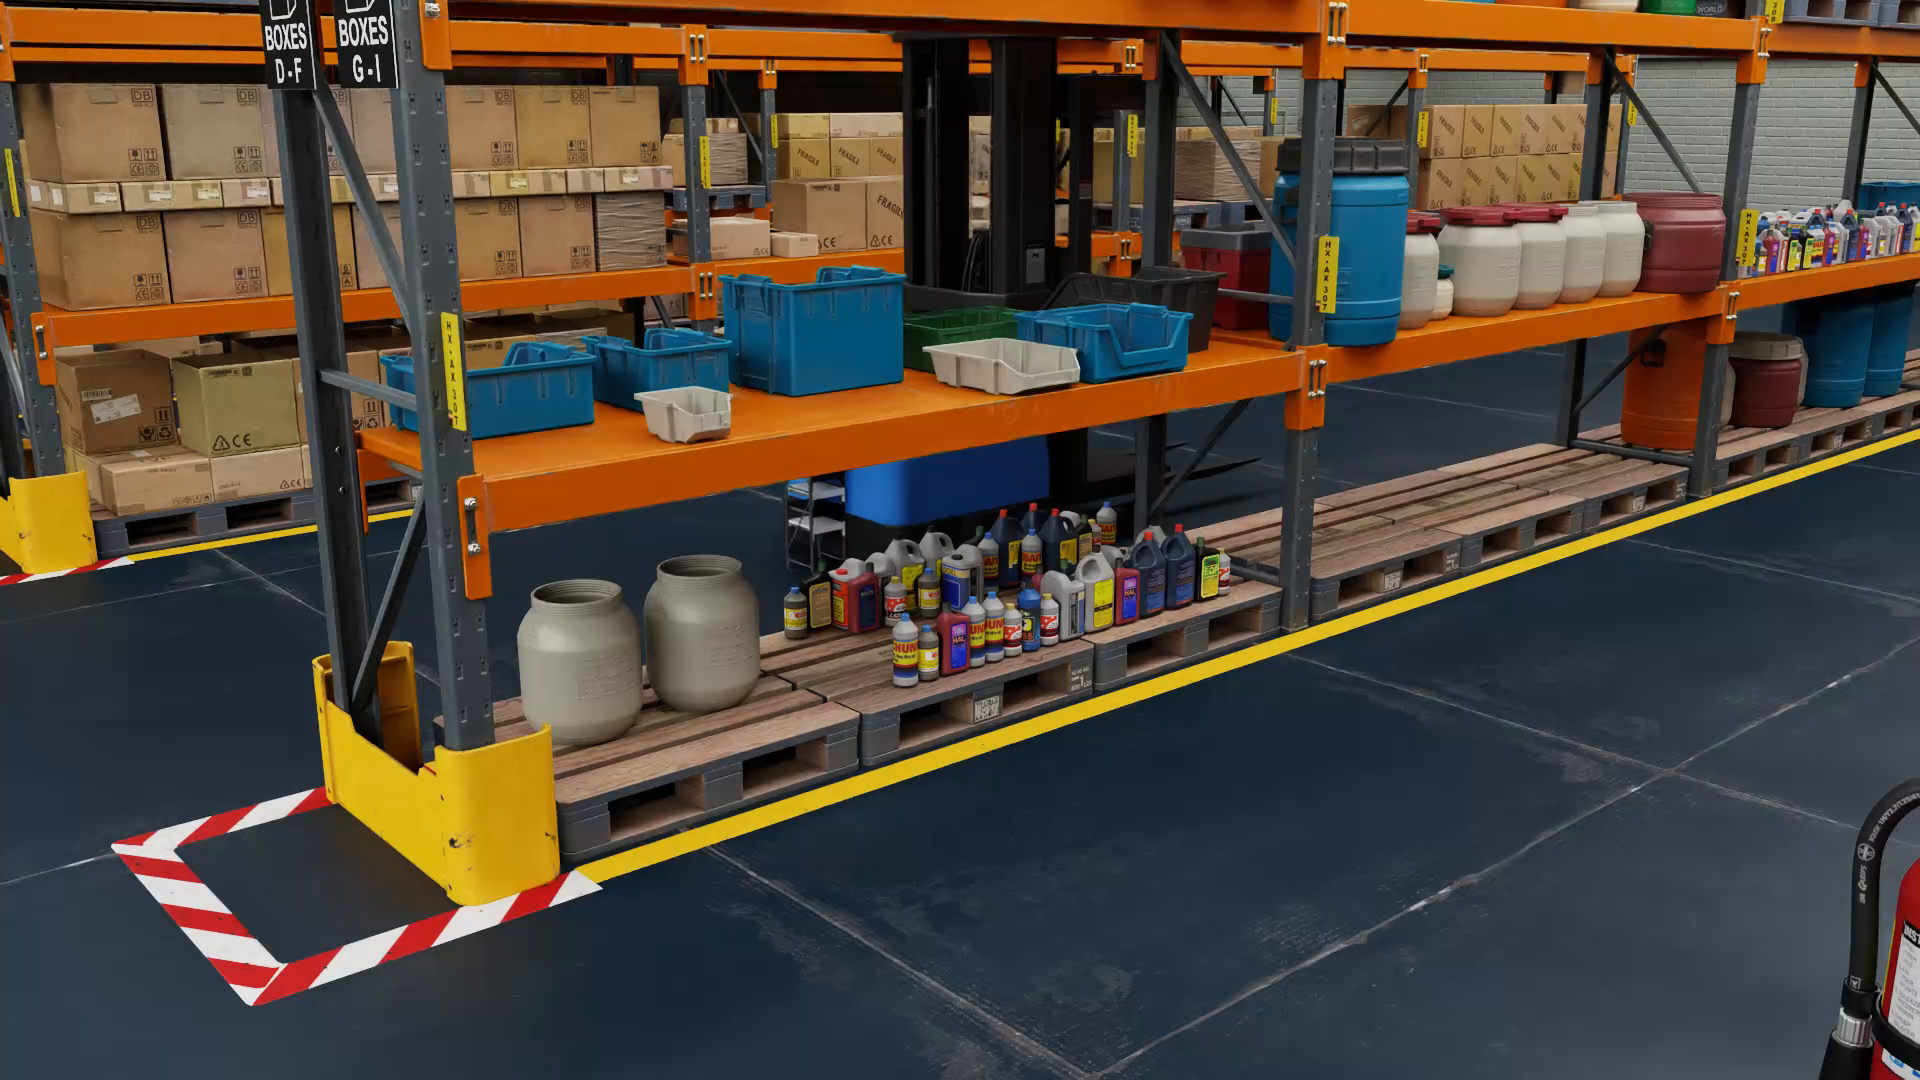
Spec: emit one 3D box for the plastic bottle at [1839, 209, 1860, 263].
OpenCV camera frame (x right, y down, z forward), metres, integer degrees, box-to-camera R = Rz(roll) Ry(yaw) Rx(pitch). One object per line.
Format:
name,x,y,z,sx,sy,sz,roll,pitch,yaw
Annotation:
plastic bottle,5.963,-2.050,11.206,0.185,0.351,0.144,-13,19,-39

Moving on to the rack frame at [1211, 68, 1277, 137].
rack frame,3.787,-5.086,22.477,0.127,3.000,1.000,-13,19,-39

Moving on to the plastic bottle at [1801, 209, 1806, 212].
plastic bottle,6.292,-2.337,12.435,0.097,0.271,0.097,0,15,0

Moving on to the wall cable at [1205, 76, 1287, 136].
wall cable,4.132,-5.978,23.847,1.851,1.984,0.084,-13,19,-39

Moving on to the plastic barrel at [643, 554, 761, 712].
plastic barrel,-0.956,0.341,6.167,0.421,0.512,0.421,0,15,0

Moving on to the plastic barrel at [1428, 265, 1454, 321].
plastic barrel,2.337,-1.252,8.391,0.301,0.262,0.301,0,15,0

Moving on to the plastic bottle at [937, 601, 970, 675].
plastic bottle,-0.025,0.372,6.456,0.133,0.283,0.061,-12,19,-38

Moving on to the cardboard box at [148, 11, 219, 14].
cardboard box,-6.267,-4.242,13.273,0.500,0.500,0.500,-14,20,-41

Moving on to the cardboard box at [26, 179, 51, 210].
cardboard box,-4.866,-1.875,9.006,0.250,0.149,0.380,-13,20,-40

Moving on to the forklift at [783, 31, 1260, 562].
forklift,0.494,-1.524,9.276,3.031,2.935,1.130,-12,19,-39

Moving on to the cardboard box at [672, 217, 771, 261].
cardboard box,-1.668,-2.109,11.622,0.500,0.250,0.500,-11,19,-36

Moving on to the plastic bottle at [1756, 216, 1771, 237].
plastic bottle,5.642,-2.141,11.704,0.097,0.271,0.097,0,15,0

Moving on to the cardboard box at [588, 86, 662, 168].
cardboard box,-2.342,-2.688,10.792,0.500,0.500,0.700,-13,19,-39

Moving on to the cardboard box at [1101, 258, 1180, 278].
cardboard box,1.597,-2.348,14.767,0.500,0.250,0.500,-12,19,-37

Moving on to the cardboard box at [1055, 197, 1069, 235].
cardboard box,0.703,-2.671,13.608,0.500,0.311,0.500,-11,19,-36

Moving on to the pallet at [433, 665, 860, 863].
pallet,-1.137,0.742,6.063,1.213,0.211,1.003,-13,19,-39

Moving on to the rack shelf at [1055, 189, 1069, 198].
rack shelf,2.278,-4.399,21.301,4.000,0.370,1.077,-13,19,-39

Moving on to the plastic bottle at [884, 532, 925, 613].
plastic bottle,-0.247,0.135,7.214,0.185,0.351,0.144,-12,19,-37

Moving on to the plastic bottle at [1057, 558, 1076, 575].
plastic bottle,0.466,0.213,7.053,0.133,0.283,0.061,-13,19,-39

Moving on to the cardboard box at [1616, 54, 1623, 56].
cardboard box,6.827,-5.360,17.983,0.500,0.250,0.500,-13,19,-39

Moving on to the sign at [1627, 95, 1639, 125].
sign,7.391,-4.723,18.261,0.005,0.325,0.100,-13,19,-39

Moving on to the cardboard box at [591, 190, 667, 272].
cardboard box,-2.342,-2.061,10.959,0.500,0.500,0.700,-13,20,-41

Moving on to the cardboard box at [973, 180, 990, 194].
cardboard box,0.139,-4.045,19.030,0.250,0.149,0.380,-13,19,-39

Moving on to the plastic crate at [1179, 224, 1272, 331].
plastic crate,1.402,-1.297,8.168,0.583,0.464,0.402,-13,19,-39

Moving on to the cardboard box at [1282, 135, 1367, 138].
cardboard box,3.520,-3.659,16.128,0.700,0.500,0.500,8,17,28

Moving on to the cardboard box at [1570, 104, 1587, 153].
cardboard box,6.506,-4.439,17.923,0.500,0.500,0.500,-12,19,-38

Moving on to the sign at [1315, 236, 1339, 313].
sign,1.590,-1.149,7.202,0.005,0.325,0.100,-13,19,-39

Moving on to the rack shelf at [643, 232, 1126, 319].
rack shelf,-0.502,-2.080,12.620,4.000,0.370,1.077,-13,19,-39

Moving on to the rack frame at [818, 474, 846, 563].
rack frame,-0.669,-0.288,8.586,0.006,0.900,0.240,-12,19,-39

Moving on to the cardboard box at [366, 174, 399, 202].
cardboard box,-3.431,-2.058,9.691,0.250,0.149,0.380,-12,19,-39

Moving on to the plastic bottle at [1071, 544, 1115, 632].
plastic bottle,0.553,0.196,6.986,0.185,0.351,0.144,-13,20,-40

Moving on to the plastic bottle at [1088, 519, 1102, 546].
plastic bottle,0.633,0.001,8.003,0.097,0.201,0.097,0,15,0

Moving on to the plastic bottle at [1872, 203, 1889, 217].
plastic bottle,6.560,-2.233,11.892,0.185,0.351,0.144,-13,19,-39

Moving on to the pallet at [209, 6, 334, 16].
pallet,-3.558,-3.140,9.553,1.213,0.211,1.003,-13,19,-39

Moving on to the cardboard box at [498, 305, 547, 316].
cardboard box,-4.365,-2.283,15.975,0.500,0.500,0.700,-13,20,-40

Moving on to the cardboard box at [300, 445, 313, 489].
cardboard box,-3.726,-0.503,9.837,0.500,0.250,0.500,-13,19,-39

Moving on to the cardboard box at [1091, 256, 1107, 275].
cardboard box,1.401,-3.510,20.608,0.500,0.500,0.700,-12,19,-39

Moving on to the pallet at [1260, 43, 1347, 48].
pallet,2.705,-4.530,14.947,1.003,0.211,1.213,-13,19,-39

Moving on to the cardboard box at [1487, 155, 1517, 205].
cardboard box,5.350,-3.698,17.086,0.500,0.500,0.500,-13,20,-40

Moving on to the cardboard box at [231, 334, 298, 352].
cardboard box,-4.075,-0.969,10.127,0.500,0.500,0.500,-13,19,-39

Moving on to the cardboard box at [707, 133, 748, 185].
cardboard box,-2.596,-3.910,17.028,0.700,0.500,0.500,13,20,40

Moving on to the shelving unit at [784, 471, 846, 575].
shelving unit,-0.746,-0.271,8.522,0.210,0.900,0.258,-12,19,-39

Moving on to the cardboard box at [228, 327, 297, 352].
cardboard box,-6.023,-1.874,14.445,0.500,0.500,0.500,14,21,43

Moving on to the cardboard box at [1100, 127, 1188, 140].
cardboard box,2.286,-4.889,21.161,0.700,0.700,0.980,-14,20,-42

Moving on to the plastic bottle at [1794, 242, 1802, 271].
plastic bottle,5.349,-1.831,10.679,0.097,0.201,0.097,0,15,0

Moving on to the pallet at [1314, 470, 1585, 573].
pallet,2.725,-0.125,9.310,1.213,0.211,1.003,-13,19,-39

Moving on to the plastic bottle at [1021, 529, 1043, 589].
plastic bottle,0.326,0.086,7.552,0.097,0.271,0.097,0,15,0

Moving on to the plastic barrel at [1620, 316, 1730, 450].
plastic barrel,4.613,-1.042,10.731,0.708,0.830,0.600,-13,19,-39

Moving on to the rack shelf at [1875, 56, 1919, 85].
rack shelf,8.781,-3.920,13.694,4.000,0.370,1.077,-13,19,-39

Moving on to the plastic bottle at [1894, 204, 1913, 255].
plastic bottle,6.655,-2.205,11.787,0.185,0.351,0.144,-13,19,-39

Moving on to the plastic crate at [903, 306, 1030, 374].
plastic crate,0.028,-0.847,7.018,0.662,0.188,0.450,-13,19,-39

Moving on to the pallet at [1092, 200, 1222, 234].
pallet,1.472,-2.802,14.301,1.003,0.211,1.213,-13,19,-39

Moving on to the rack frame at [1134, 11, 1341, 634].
rack frame,1.238,-1.124,7.646,0.127,3.000,1.000,-13,19,-39
